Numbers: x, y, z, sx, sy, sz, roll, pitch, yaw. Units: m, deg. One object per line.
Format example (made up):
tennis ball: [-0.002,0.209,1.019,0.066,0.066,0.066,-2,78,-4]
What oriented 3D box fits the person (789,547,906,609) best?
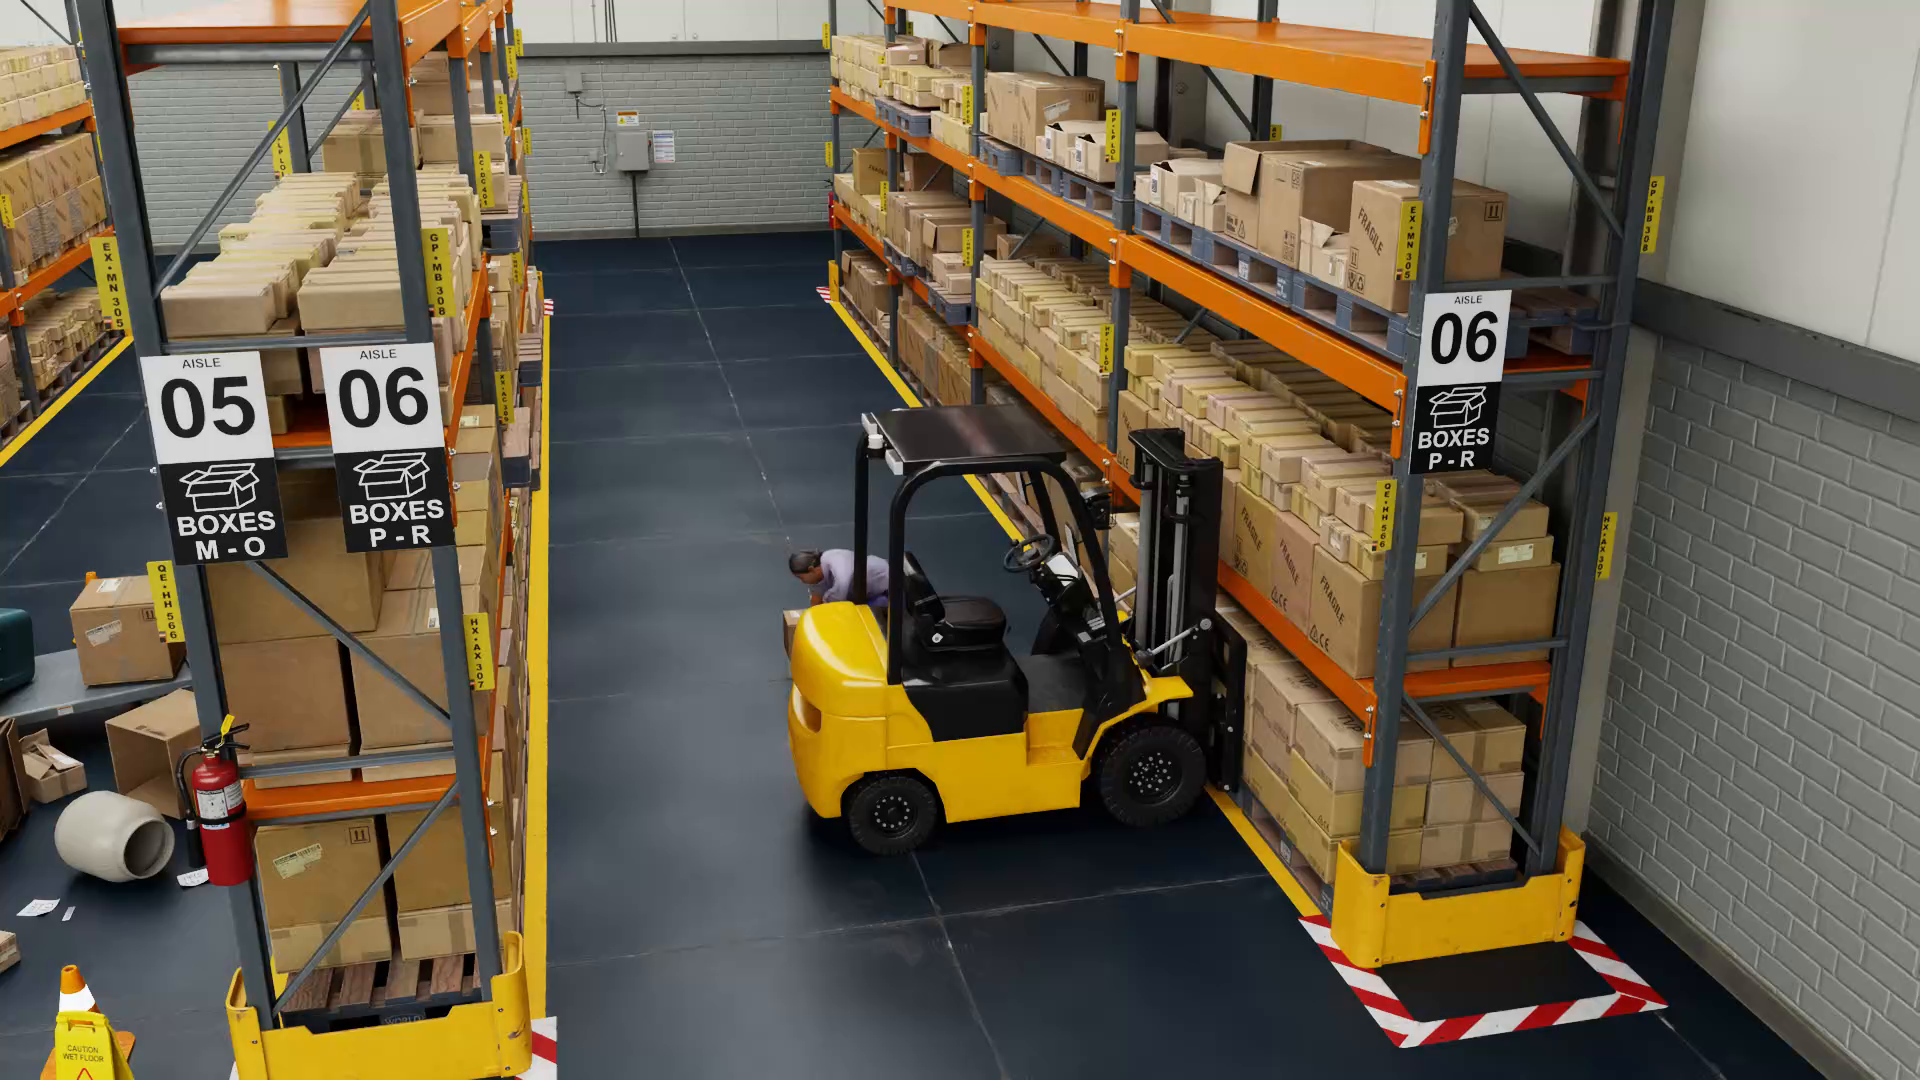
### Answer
person: [-0.681,0.463,10.866,0.862,0.939,0.519,-5,20,-14]
